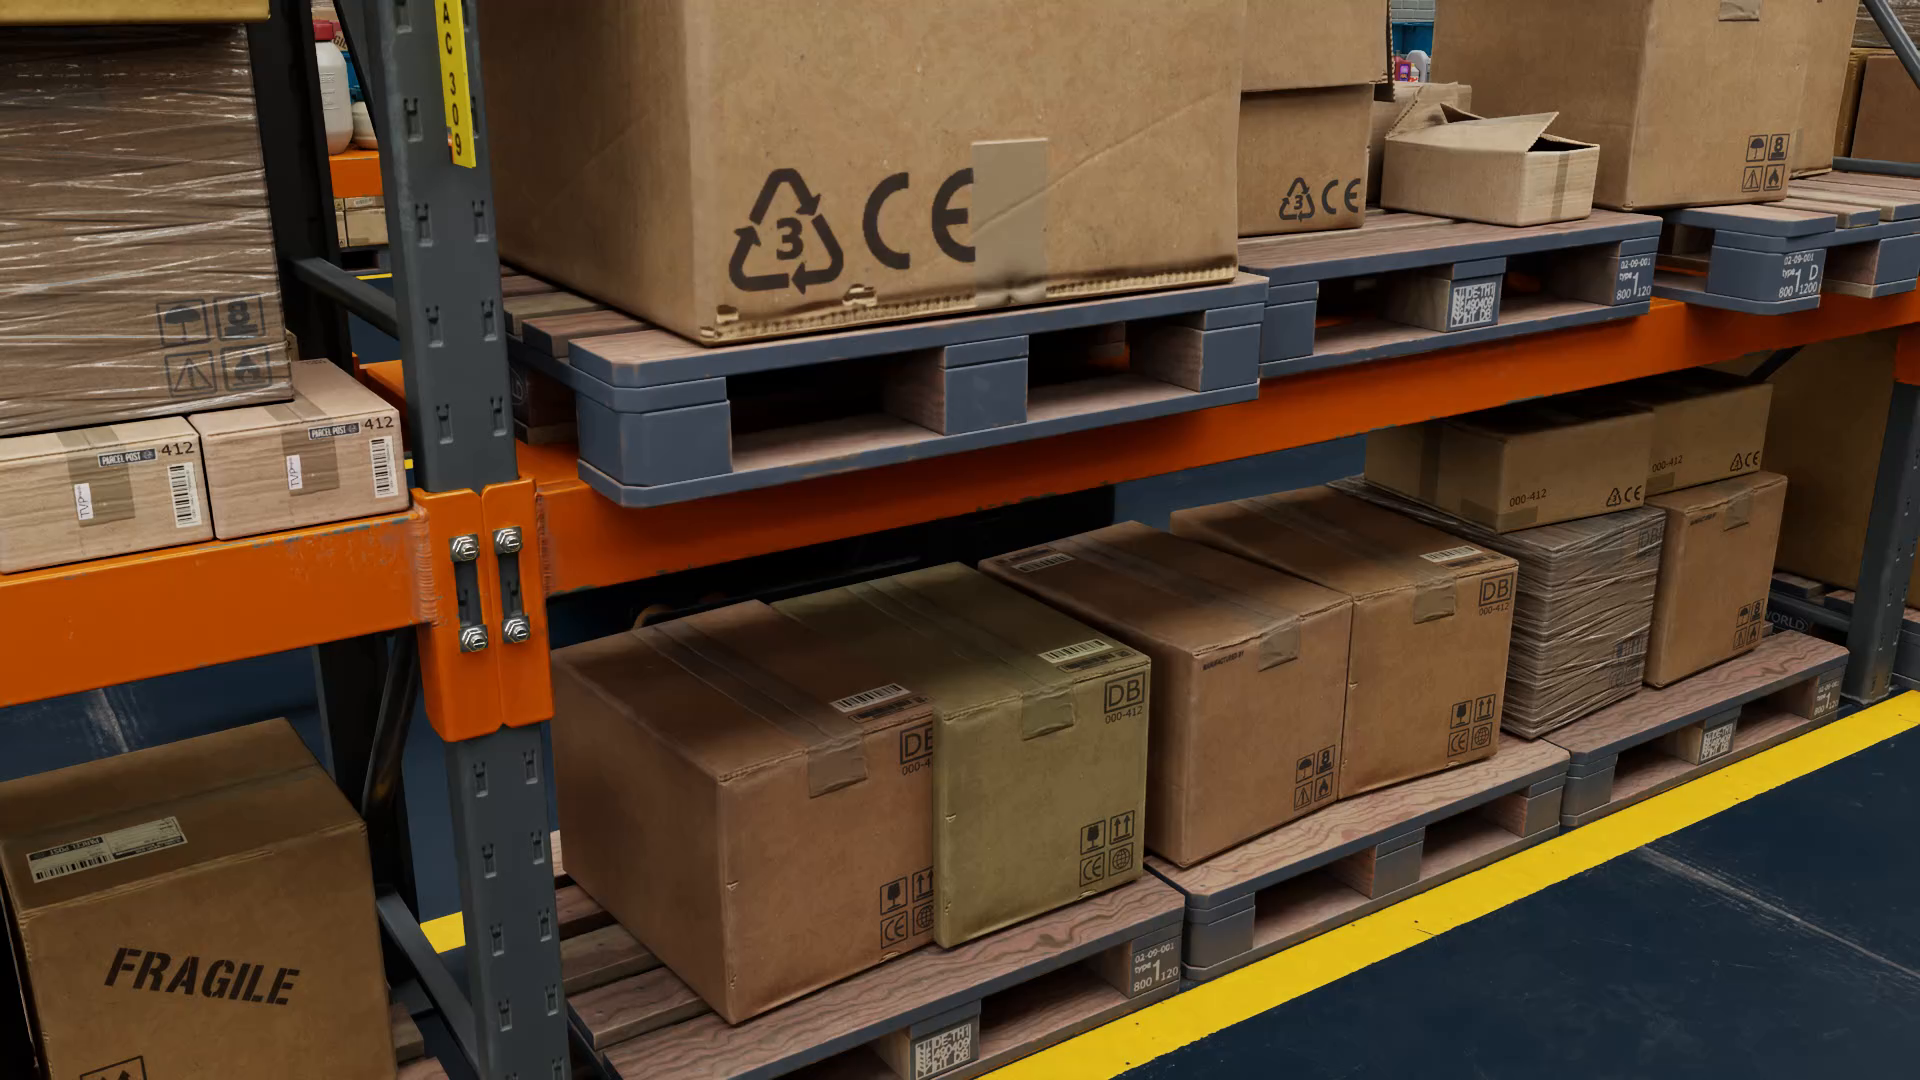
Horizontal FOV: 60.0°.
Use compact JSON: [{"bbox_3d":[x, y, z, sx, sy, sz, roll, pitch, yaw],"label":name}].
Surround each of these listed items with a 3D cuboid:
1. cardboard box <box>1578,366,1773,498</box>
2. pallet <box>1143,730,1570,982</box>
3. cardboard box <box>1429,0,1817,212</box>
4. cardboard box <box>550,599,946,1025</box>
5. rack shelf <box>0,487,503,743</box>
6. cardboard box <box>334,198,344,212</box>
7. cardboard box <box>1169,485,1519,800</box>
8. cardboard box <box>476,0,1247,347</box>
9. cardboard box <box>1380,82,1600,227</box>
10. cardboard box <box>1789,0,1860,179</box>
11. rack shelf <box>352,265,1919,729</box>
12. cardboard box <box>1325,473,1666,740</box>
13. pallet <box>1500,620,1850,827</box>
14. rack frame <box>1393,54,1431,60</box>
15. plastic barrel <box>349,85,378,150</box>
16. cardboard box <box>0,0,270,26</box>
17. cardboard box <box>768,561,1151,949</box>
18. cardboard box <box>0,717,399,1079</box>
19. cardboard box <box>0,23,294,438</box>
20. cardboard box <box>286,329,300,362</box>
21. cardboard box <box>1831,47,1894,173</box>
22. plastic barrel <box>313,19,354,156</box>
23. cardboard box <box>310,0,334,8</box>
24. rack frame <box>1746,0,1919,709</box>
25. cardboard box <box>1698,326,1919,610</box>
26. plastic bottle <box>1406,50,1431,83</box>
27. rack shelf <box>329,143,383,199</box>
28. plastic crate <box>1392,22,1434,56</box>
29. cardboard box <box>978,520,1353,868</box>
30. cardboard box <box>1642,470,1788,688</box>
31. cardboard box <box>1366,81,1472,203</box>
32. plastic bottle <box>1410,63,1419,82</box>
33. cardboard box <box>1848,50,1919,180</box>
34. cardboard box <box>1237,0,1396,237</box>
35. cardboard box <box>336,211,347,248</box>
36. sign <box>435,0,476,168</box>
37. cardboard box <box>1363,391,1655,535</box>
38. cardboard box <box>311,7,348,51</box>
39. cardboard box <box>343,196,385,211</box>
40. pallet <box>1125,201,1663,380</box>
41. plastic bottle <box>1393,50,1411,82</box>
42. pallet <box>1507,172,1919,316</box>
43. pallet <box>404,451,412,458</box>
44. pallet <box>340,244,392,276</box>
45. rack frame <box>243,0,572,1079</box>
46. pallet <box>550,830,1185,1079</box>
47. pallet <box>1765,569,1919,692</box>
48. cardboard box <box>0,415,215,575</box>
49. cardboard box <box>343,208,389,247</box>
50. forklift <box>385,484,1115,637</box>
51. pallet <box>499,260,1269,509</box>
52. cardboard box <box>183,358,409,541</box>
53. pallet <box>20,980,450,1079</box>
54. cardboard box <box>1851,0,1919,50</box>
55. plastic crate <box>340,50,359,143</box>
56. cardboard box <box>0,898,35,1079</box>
[{"bbox_3d":[1.847,-0.332,4.589,0.500,0.250,0.500,-11,22,-29],"label":"cardboard box"},{"bbox_3d":[0.719,0.593,4.160,1.213,0.211,1.003,-12,22,-31],"label":"pallet"},{"bbox_3d":[1.550,-1.094,3.985,0.500,0.500,0.700,-8,20,-23],"label":"cardboard box"},{"bbox_3d":[-0.426,0.499,3.300,0.500,0.500,0.700,-14,23,-36],"label":"cardboard box"},{"bbox_3d":[-2.621,0.319,1.741,4.000,0.370,1.077,-12,22,-31],"label":"rack shelf"},{"bbox_3d":[-4.630,-2.464,11.611,0.500,0.311,0.500,-11,22,-30],"label":"cardboard box"},{"bbox_3d":[0.916,0.223,4.117,0.500,0.500,0.700,-10,21,-27],"label":"cardboard box"},{"bbox_3d":[-0.210,-0.960,2.807,1.000,1.000,1.000,-12,22,-31],"label":"cardboard box"},{"bbox_3d":[1.146,-0.848,3.623,0.258,0.266,0.396,-13,22,-33],"label":"cardboard box"},{"bbox_3d":[1.961,-1.219,4.355,0.500,0.500,0.500,-15,24,-38],"label":"cardboard box"},{"bbox_3d":[0.720,-0.385,3.825,4.000,0.370,1.077,-12,22,-31],"label":"rack shelf"},{"bbox_3d":[1.386,0.122,4.417,0.500,0.500,0.700,-14,23,-36],"label":"cardboard box"},{"bbox_3d":[1.737,0.380,4.792,1.213,0.211,1.003,-12,22,-31],"label":"pallet"},{"bbox_3d":[3.007,-3.108,10.754,0.127,3.000,1.000,-12,22,-31],"label":"rack frame"},{"bbox_3d":[-2.485,-1.825,7.177,0.301,0.262,0.301,0,19,0],"label":"plastic barrel"},{"bbox_3d":[-1.175,-0.883,1.992,0.500,0.500,0.500,-12,22,-31],"label":"cardboard box"},{"bbox_3d":[-0.017,0.420,3.534,0.500,0.500,0.700,-12,22,-32],"label":"cardboard box"},{"bbox_3d":[-1.306,0.671,2.824,0.500,0.500,0.500,-13,22,-33],"label":"cardboard box"},{"bbox_3d":[-1.360,-0.500,2.418,0.500,0.500,0.875,-12,22,-31],"label":"cardboard box"},{"bbox_3d":[-1.295,-0.298,2.834,0.250,0.149,0.380,-12,22,-31],"label":"cardboard box"},{"bbox_3d":[2.666,-1.279,5.189,0.500,0.500,0.500,-11,22,-30],"label":"cardboard box"},{"bbox_3d":[-2.755,-1.873,6.889,0.433,0.535,0.433,0,19,0],"label":"plastic barrel"},{"bbox_3d":[-6.169,-5.224,16.169,0.500,0.500,0.700,-15,24,-38],"label":"cardboard box"},{"bbox_3d":[2.390,-1.079,4.752,0.127,3.000,1.000,-12,22,-31],"label":"rack frame"},{"bbox_3d":[2.978,-0.387,5.368,0.875,0.875,1.225,-13,23,-34],"label":"cardboard box"},{"bbox_3d":[2.856,-2.893,10.313,0.135,0.276,0.152,-12,22,-31],"label":"plastic bottle"},{"bbox_3d":[-2.004,-1.710,7.743,4.000,0.370,1.077,-12,22,-31],"label":"rack shelf"},{"bbox_3d":[3.209,-3.302,11.260,0.575,0.384,0.392,-12,22,-31],"label":"plastic crate"},{"bbox_3d":[0.450,0.322,3.826,0.500,0.500,0.700,-14,23,-36],"label":"cardboard box"},{"bbox_3d":[1.842,0.021,4.717,0.500,0.500,0.700,-13,23,-34],"label":"cardboard box"},{"bbox_3d":[0.864,-0.973,4.017,0.500,0.250,0.500,-13,22,-33],"label":"cardboard box"},{"bbox_3d":[2.774,-2.830,10.243,0.097,0.201,0.097,0,19,0],"label":"plastic bottle"},{"bbox_3d":[2.946,-1.139,4.774,0.500,0.500,0.500,-11,22,-30],"label":"cardboard box"},{"bbox_3d":[0.447,-0.952,3.560,0.637,0.503,0.797,-9,21,-26],"label":"cardboard box"},{"bbox_3d":[-4.638,-2.197,11.696,0.500,0.250,0.500,-11,22,-30],"label":"cardboard box"},{"bbox_3d":[-0.646,-0.640,2.104,0.005,0.325,0.100,-12,22,-31],"label":"sign"},{"bbox_3d":[1.410,-0.236,4.304,0.500,0.250,0.500,-9,21,-25],"label":"cardboard box"},{"bbox_3d":[-4.447,-3.476,11.688,0.500,0.500,0.500,-13,23,-34],"label":"cardboard box"},{"bbox_3d":[-4.210,-2.551,11.870,0.500,0.311,0.500,-12,22,-32],"label":"cardboard box"},{"bbox_3d":[0.760,-0.628,3.719,1.213,0.211,1.003,-12,22,-31],"label":"pallet"},{"bbox_3d":[2.688,-2.844,10.155,0.133,0.283,0.061,-12,22,-31],"label":"plastic bottle"},{"bbox_3d":[1.854,-0.834,4.327,1.003,0.211,1.213,-12,22,-31],"label":"pallet"},{"bbox_3d":[-3.040,-0.527,7.473,1.213,0.211,1.003,-12,22,-31],"label":"pallet"},{"bbox_3d":[-4.782,-2.060,12.008,1.213,0.211,1.003,-12,22,-31],"label":"pallet"},{"bbox_3d":[-0.950,-0.374,2.668,0.127,3.000,1.000,-12,22,-31],"label":"rack frame"},{"bbox_3d":[-0.301,0.809,3.521,1.213,0.211,1.003,-12,22,-31],"label":"pallet"},{"bbox_3d":[3.090,0.124,5.549,1.213,0.211,1.003,-12,22,-31],"label":"pallet"},{"bbox_3d":[-1.182,-0.097,2.240,0.250,0.149,0.380,-12,22,-31],"label":"cardboard box"},{"bbox_3d":[-4.210,-2.288,11.966,0.500,0.250,0.500,-11,22,-30],"label":"cardboard box"},{"bbox_3d":[-0.957,-1.213,5.257,3.031,2.935,1.130,-11,22,-30],"label":"forklift"},{"bbox_3d":[-0.232,-0.379,2.981,1.213,0.211,1.003,-12,22,-31],"label":"pallet"},{"bbox_3d":[-0.968,-0.139,2.363,0.250,0.149,0.380,-12,22,-31],"label":"cardboard box"},{"bbox_3d":[-1.492,1.075,2.736,1.213,0.211,1.003,-12,22,-31],"label":"pallet"},{"bbox_3d":[3.010,-1.726,4.943,0.637,0.503,0.797,-11,22,-30],"label":"cardboard box"},{"bbox_3d":[-2.924,-1.969,7.410,0.575,0.384,0.392,-12,22,-31],"label":"plastic crate"},{"bbox_3d":[-1.781,0.774,2.519,0.500,0.500,0.500,-5,19,-14],"label":"cardboard box"}]
